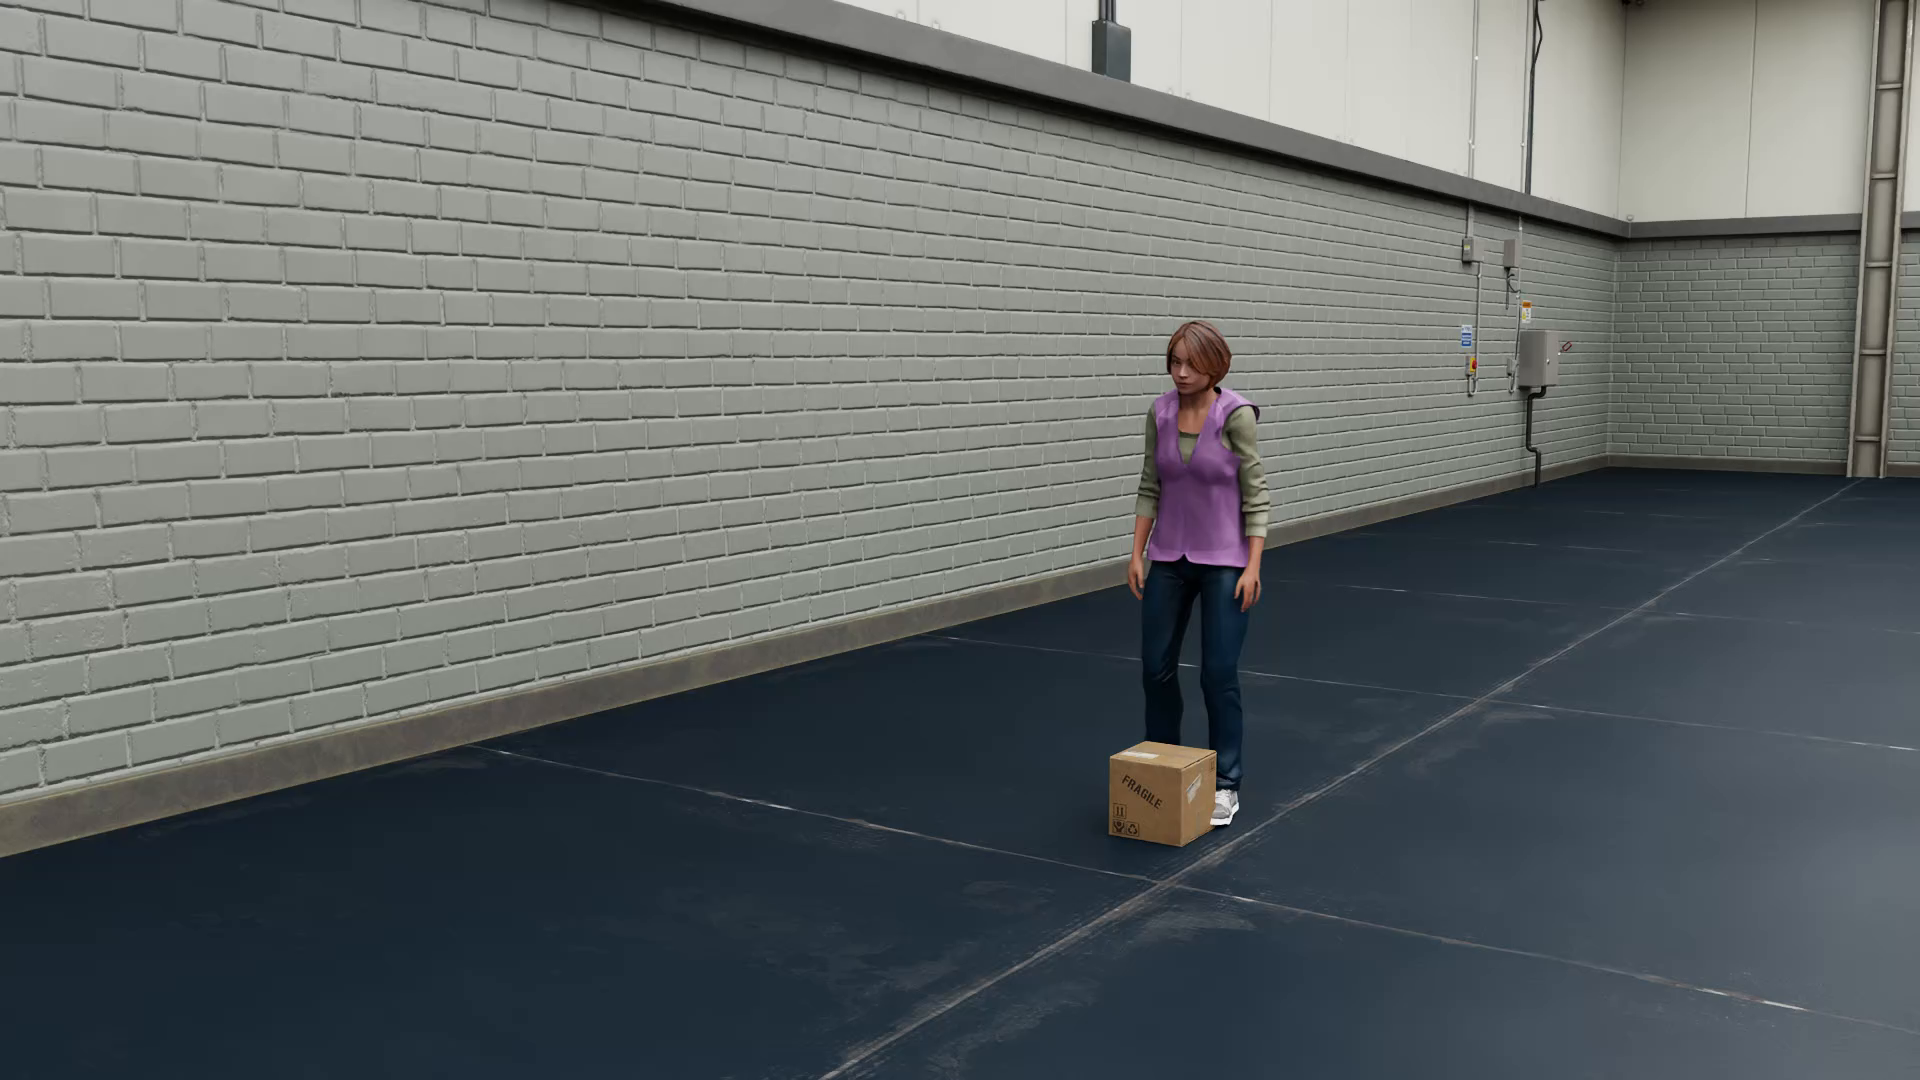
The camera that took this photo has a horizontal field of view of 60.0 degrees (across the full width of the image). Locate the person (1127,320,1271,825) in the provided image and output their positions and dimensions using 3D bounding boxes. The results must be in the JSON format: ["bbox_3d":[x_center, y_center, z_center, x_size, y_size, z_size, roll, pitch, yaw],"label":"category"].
[{"bbox_3d":[0.757,0.101,5.323,0.467,1.592,0.350,4,8,33],"label":"person"}]
